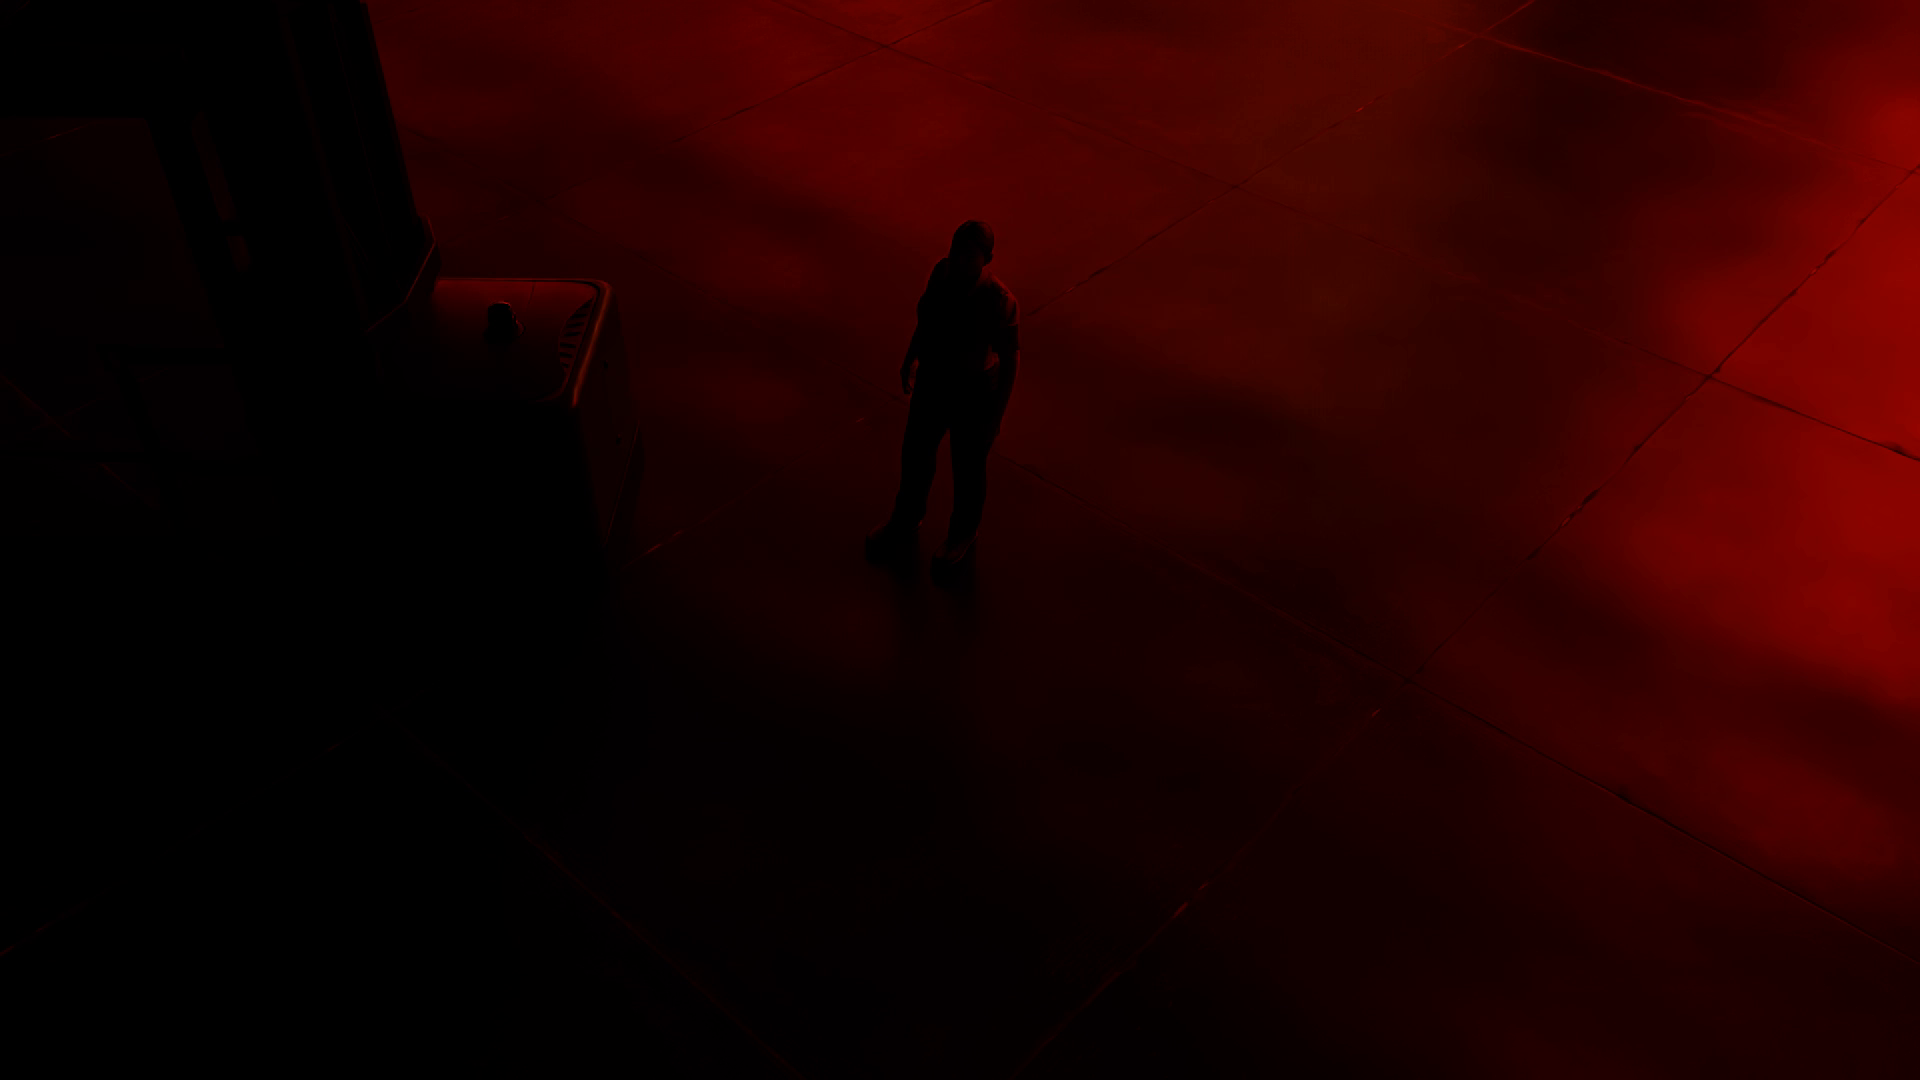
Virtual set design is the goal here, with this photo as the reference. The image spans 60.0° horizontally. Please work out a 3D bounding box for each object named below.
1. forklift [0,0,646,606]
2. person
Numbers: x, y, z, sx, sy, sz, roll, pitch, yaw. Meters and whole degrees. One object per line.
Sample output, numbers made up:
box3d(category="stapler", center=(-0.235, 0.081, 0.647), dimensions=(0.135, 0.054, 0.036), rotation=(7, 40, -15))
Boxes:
box3d(category="forklift", center=(-3.035, -1.166, 6.788), dimensions=(3.031, 2.935, 1.130), rotation=(1, 41, 1))
box3d(category="person", center=(-0.078, -0.598, 7.100), dimensions=(0.598, 1.651, 0.502), rotation=(31, 49, 31))
